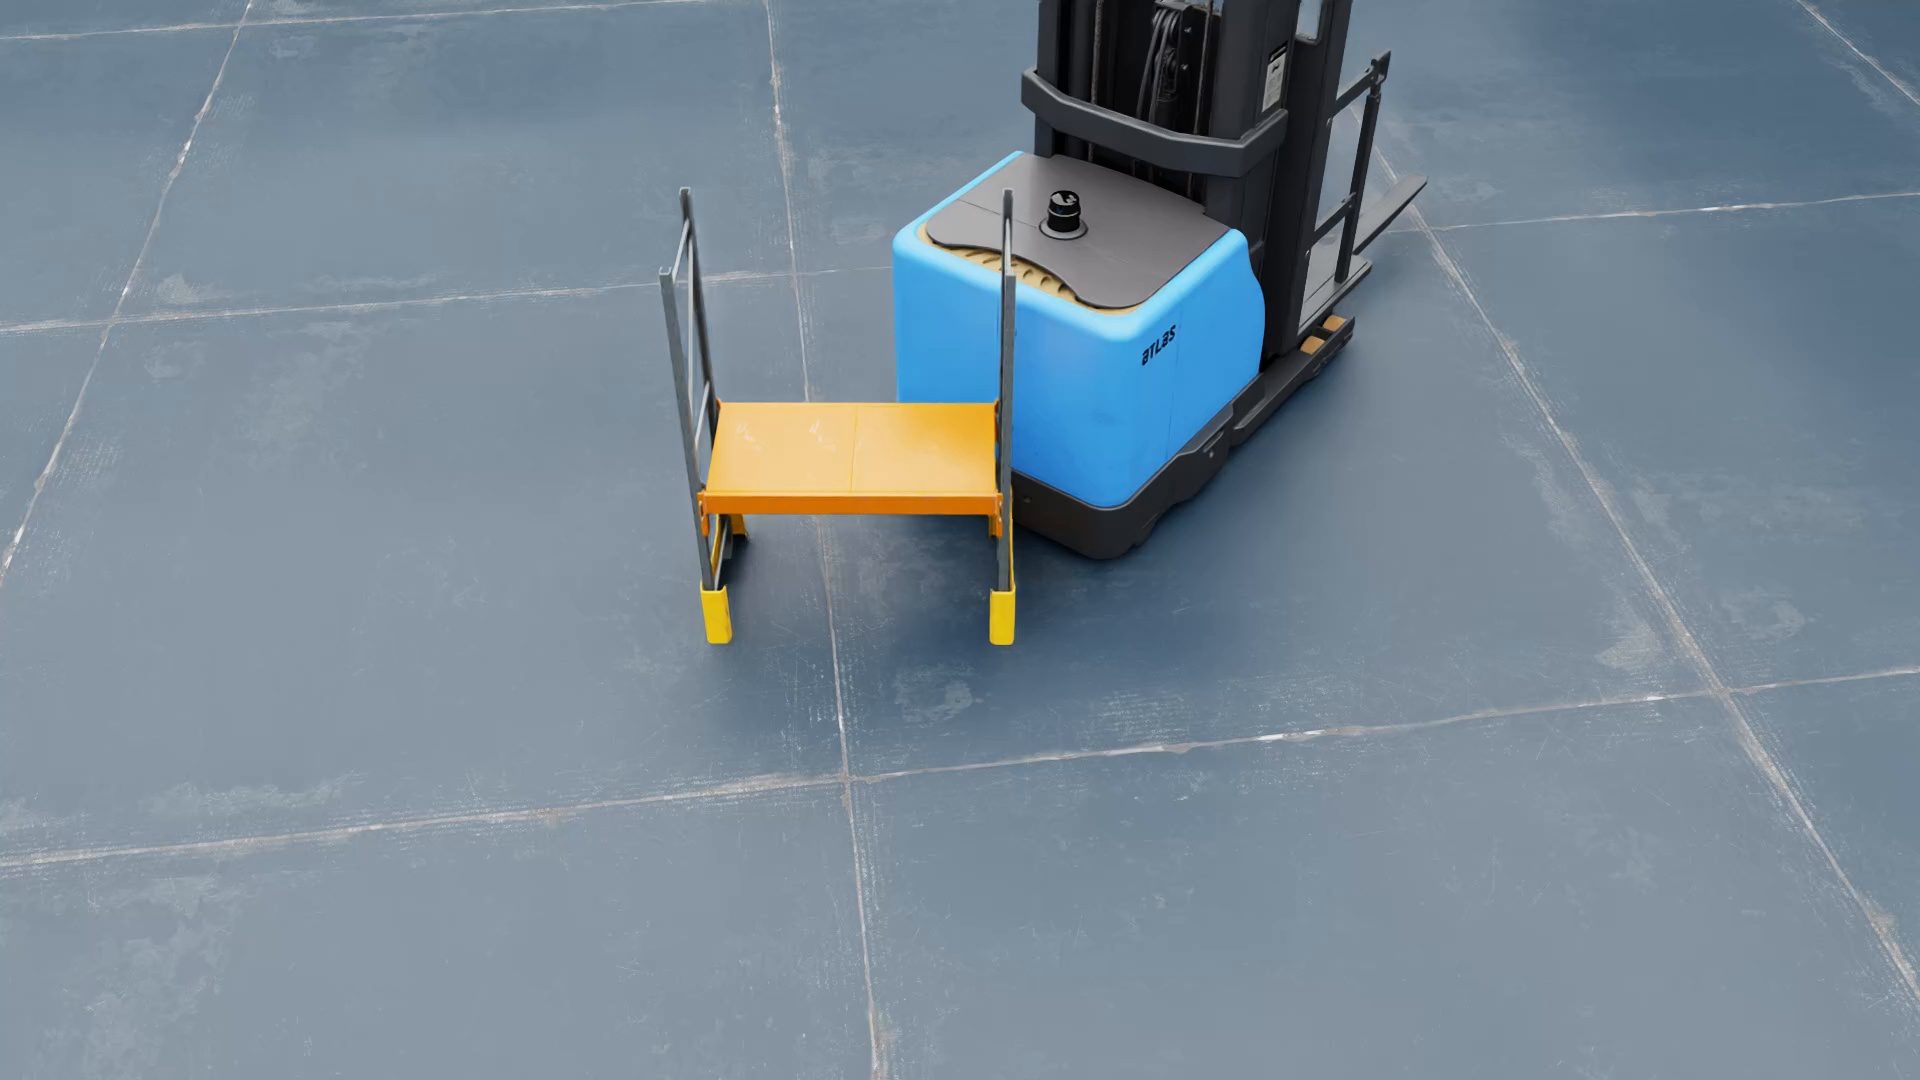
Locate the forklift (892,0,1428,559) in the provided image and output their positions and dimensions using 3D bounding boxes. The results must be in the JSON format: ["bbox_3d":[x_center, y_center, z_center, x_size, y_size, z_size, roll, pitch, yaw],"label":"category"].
[{"bbox_3d":[1.029,-1.957,6.232,1.130,2.935,3.031,27,48,26],"label":"forklift"}]

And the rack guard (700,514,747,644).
[{"bbox_3d":[-0.847,0.076,5.979,0.087,0.250,0.587,0,42,0],"label":"rack guard"}]

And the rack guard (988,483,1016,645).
[{"bbox_3d":[0.149,0.080,5.975,0.087,0.250,0.587,0,42,0],"label":"rack guard"}]

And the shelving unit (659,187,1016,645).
[{"bbox_3d":[-0.349,-0.386,5.558,1.083,1.500,0.587,0,42,0],"label":"shelving unit"}]

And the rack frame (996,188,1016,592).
[{"bbox_3d":[0.150,-0.384,5.556,0.032,1.500,0.500,0,42,0],"label":"rack frame"}]

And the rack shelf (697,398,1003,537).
[{"bbox_3d":[-0.358,-0.253,5.679,1.000,0.185,0.538,0,42,0],"label":"rack shelf"}]

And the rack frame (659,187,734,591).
[{"bbox_3d":[-0.866,-0.388,5.560,0.032,1.500,0.500,0,42,0],"label":"rack frame"}]
